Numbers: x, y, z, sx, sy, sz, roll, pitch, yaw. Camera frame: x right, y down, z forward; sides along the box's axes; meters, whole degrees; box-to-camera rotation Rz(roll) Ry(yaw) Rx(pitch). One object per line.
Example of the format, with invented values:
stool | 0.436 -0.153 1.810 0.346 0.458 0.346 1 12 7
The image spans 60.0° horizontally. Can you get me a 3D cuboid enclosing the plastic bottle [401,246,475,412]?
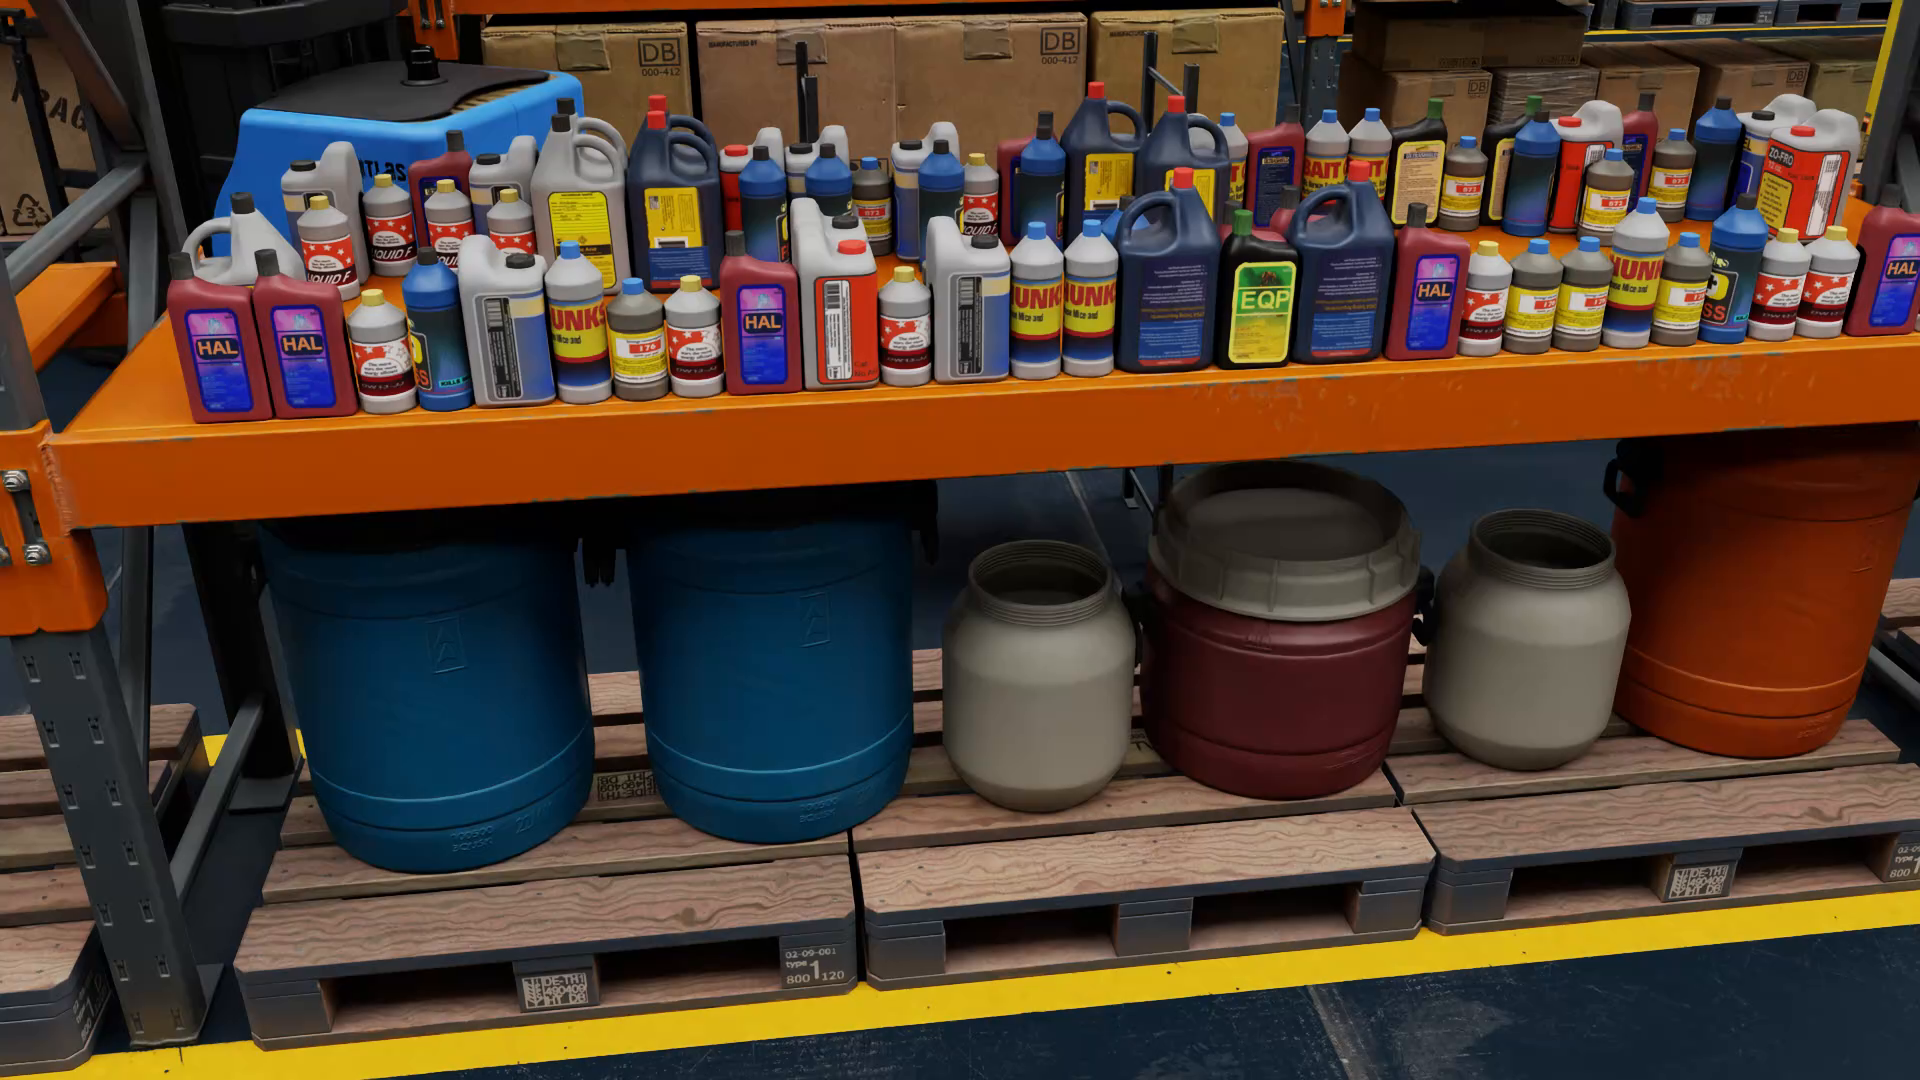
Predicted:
plastic bottle | -0.881 -0.360 2.806 0.097 0.271 0.097 0 27 0

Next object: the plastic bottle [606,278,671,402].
plastic bottle | -0.555 -0.349 2.863 0.097 0.201 0.097 0 27 0

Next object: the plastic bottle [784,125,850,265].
plastic bottle | -0.304 -0.736 3.534 0.135 0.276 0.152 -4 27 -7

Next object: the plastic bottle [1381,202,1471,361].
plastic bottle | 0.844 -0.467 3.003 0.133 0.283 0.061 -4 27 -7

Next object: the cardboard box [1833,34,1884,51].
cardboard box | 4.977 -2.358 8.816 0.500 0.500 0.700 -6 28 -11

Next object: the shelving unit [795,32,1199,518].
shelving unit | 0.084 -0.673 4.918 1.048 1.500 0.538 -4 27 -7

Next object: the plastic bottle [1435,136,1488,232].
plastic bottle | 1.135 -0.808 3.756 0.097 0.201 0.097 0 27 0

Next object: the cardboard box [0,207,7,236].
cardboard box | -4.771 -1.917 7.568 0.875 0.875 0.875 -4 27 -7

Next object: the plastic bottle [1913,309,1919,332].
plastic bottle | 1.859 -0.504 3.165 0.097 0.201 0.097 0 27 0

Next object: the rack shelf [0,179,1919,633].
rack shelf | 0.337 -0.363 3.460 4.000 0.370 1.077 -4 27 -7

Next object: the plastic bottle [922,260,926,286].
plastic bottle | -0.022 -0.454 3.066 0.097 0.201 0.097 0 27 0

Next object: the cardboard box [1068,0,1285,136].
cardboard box | 0.941 -2.257 8.229 0.875 0.875 1.225 -5 28 -10

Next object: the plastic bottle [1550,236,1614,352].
plastic bottle | 1.149 -0.459 3.076 0.097 0.201 0.097 0 27 0

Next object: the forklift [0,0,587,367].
forklift | -3.013 -2.183 6.293 3.031 2.935 1.130 10 29 18

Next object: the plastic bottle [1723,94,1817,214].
plastic bottle | 1.844 -0.874 3.803 0.135 0.276 0.152 -4 27 -7

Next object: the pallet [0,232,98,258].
pallet | -4.308 -1.462 7.869 1.213 0.211 1.003 -4 27 -7

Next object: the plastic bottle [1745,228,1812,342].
plastic bottle | 1.534 -0.484 3.124 0.097 0.201 0.097 0 27 0

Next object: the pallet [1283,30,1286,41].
pallet | 1.827 -4.074 12.958 1.213 0.211 1.003 -4 27 -7

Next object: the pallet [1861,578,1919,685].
pallet | 3.090 0.398 4.242 1.213 0.211 1.003 -4 27 -7

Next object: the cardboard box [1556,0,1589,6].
cardboard box | 4.395 -4.658 13.047 0.750 0.750 1.050 -4 27 -7

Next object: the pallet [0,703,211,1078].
pallet | -2.367 0.749 3.559 1.213 0.211 1.003 -4 27 -7

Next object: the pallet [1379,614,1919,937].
pallet | 1.542 0.499 4.046 1.213 0.211 1.003 -4 27 -7

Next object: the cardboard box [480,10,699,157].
cardboard box | -1.703 -2.086 7.898 0.875 0.875 1.225 -4 27 -7

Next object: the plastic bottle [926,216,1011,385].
plastic bottle | 0.014 -0.432 2.941 0.135 0.276 0.152 -4 27 -7

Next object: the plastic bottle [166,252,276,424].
plastic bottle | -1.221 -0.335 2.744 0.133 0.283 0.061 -4 27 -7

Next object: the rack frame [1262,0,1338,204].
rack frame | 1.627 -3.049 7.907 0.127 3.000 1.000 -4 27 -7

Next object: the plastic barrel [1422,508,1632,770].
plastic barrel | 1.288 0.225 3.791 0.421 0.512 0.421 0 27 0

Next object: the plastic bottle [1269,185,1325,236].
plastic bottle | 0.641 -0.521 3.107 0.133 0.283 0.061 -4 27 -7

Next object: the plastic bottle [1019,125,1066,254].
plastic bottle | 0.177 -0.749 3.566 0.097 0.271 0.097 0 27 0

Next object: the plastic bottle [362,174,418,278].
plastic bottle | -1.188 -0.659 3.465 0.097 0.201 0.097 0 27 0

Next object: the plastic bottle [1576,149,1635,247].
plastic bottle | 1.421 -0.756 3.655 0.097 0.201 0.097 0 27 0

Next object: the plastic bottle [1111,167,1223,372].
plastic bottle | 0.366 -0.486 2.965 0.185 0.351 0.144 -4 27 -7

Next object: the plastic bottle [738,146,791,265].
plastic bottle | -0.402 -0.670 3.411 0.097 0.271 0.097 0 27 0

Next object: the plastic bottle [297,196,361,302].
plastic bottle | -1.263 -0.584 3.319 0.097 0.201 0.097 0 27 0

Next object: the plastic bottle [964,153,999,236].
plastic bottle | 0.037 -0.737 3.619 0.097 0.201 0.097 0 27 0

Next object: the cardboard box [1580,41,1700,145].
cardboard box | 3.396 -2.265 8.635 0.500 0.500 0.700 -1 27 -3

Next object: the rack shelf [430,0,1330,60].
rack shelf | -0.353 -2.602 7.824 4.000 0.370 1.077 -4 27 -7

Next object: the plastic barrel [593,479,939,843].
plastic barrel | -0.402 0.119 3.571 0.708 0.901 0.600 -4 27 -7

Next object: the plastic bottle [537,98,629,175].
plastic bottle | -0.779 -0.740 3.461 0.185 0.351 0.144 -4 27 -7

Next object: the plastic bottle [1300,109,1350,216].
plastic bottle | 0.810 -0.818 3.699 0.097 0.271 0.097 0 27 0

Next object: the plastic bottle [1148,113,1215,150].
plastic bottle | 0.470 -0.786 3.631 0.135 0.276 0.152 -4 27 -7

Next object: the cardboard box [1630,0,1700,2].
cardboard box | 5.630 -4.802 13.191 0.875 0.875 0.875 -3 27 -6

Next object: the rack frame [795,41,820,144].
rack frame | -0.419 -0.640 4.855 0.032 1.500 0.500 -4 27 -7

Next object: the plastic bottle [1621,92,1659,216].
plastic bottle | 1.512 -0.877 3.801 0.133 0.283 0.061 -4 27 -7
